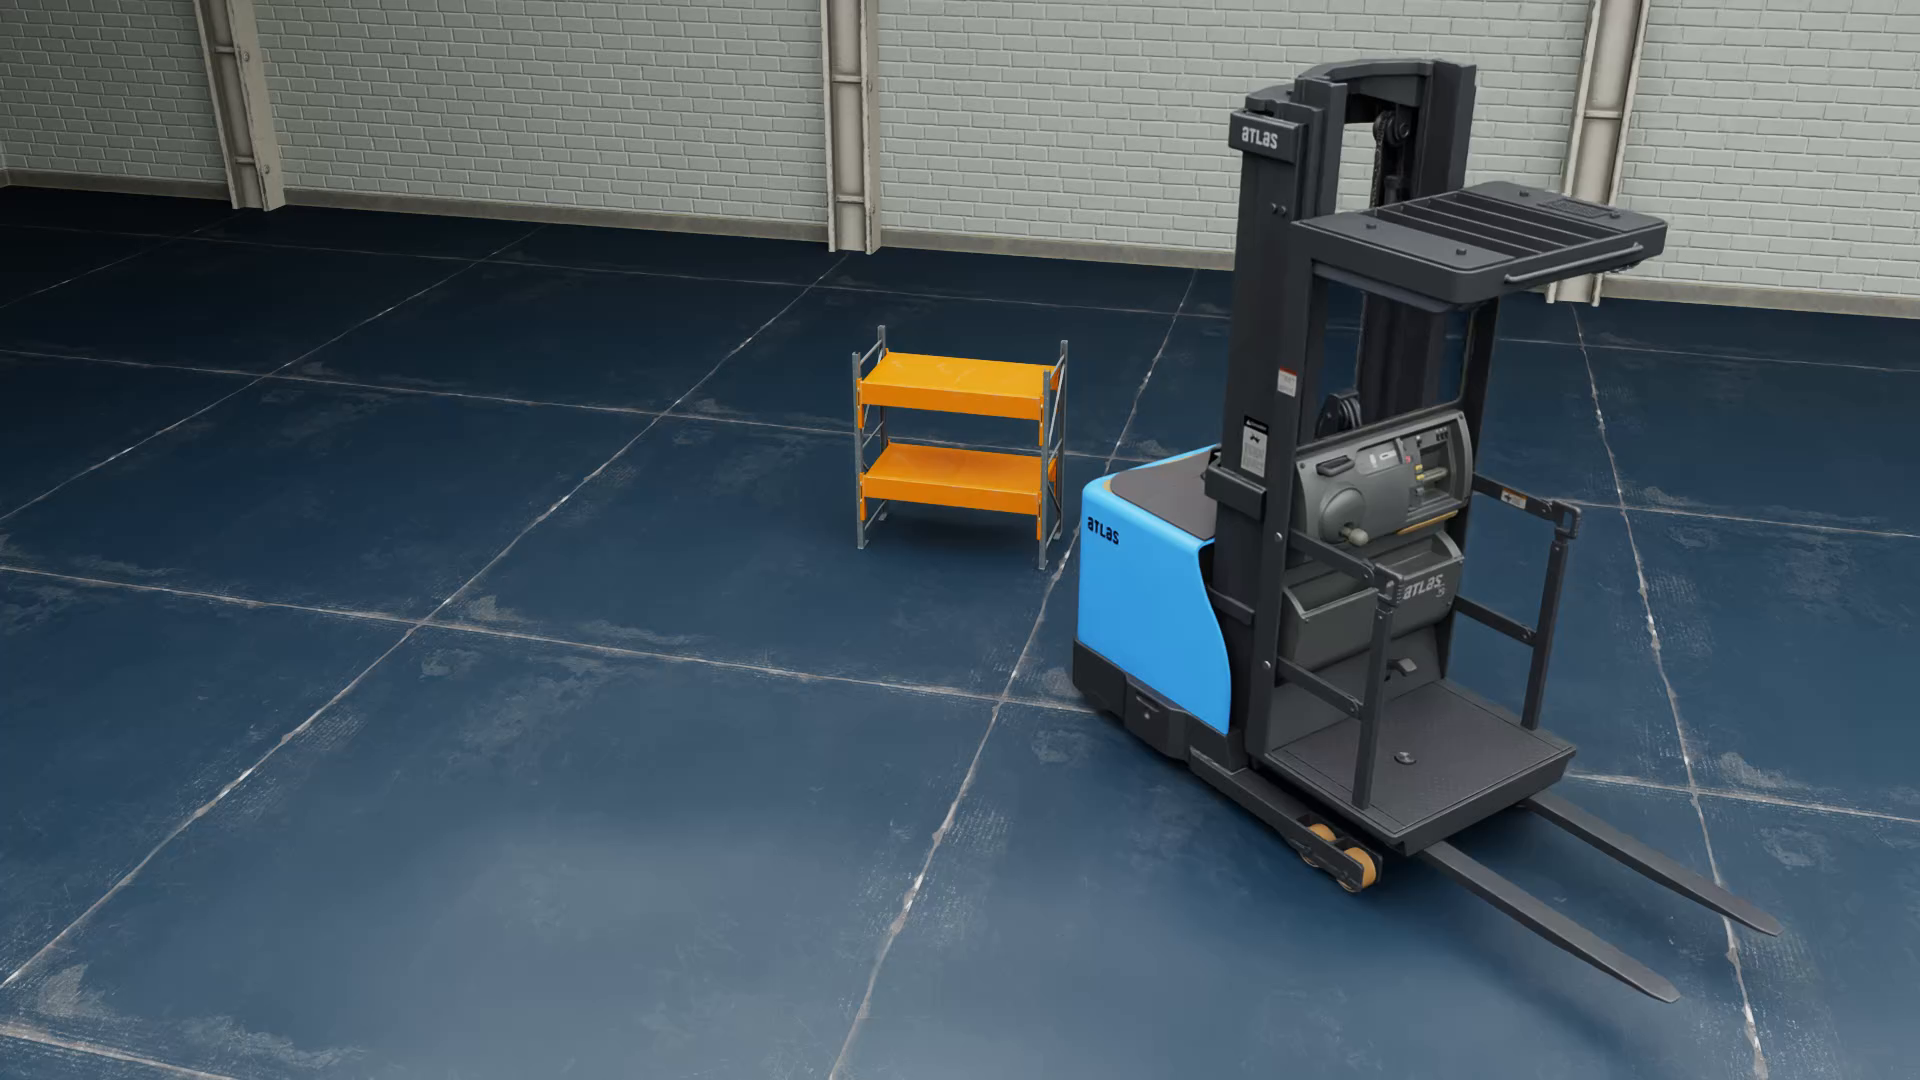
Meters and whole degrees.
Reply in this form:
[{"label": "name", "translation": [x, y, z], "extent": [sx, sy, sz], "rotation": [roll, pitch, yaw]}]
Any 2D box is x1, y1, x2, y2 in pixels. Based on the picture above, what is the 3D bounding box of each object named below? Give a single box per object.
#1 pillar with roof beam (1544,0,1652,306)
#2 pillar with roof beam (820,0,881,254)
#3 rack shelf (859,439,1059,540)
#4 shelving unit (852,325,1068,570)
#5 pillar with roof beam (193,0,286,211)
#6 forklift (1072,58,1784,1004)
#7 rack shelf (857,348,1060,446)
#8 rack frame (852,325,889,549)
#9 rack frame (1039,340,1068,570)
[{"label": "pillar with roof beam", "translation": [3.816, -4.199, 7.601], "extent": [0.400, 9.000, 9.100], "rotation": [6, 26, 13]}, {"label": "pillar with roof beam", "translation": [-1.995, -4.841, 8.950], "extent": [0.400, 9.000, 9.100], "rotation": [6, 26, 13]}, {"label": "rack shelf", "translation": [0.007, -0.286, 9.112], "extent": [1.000, 0.278, 0.538], "rotation": [6, 26, 13]}, {"label": "shelving unit", "translation": [0.007, -0.507, 9.007], "extent": [1.048, 1.125, 0.538], "rotation": [6, 26, 13]}, {"label": "pillar with roof beam", "translation": [-7.806, -5.484, 10.300], "extent": [0.400, 9.000, 9.100], "rotation": [6, 26, 13]}, {"label": "forklift", "translation": [1.770, -0.205, 6.270], "extent": [1.130, 2.935, 3.031], "rotation": [-17, 30, -31]}, {"label": "rack shelf", "translation": [0.007, -0.771, 8.881], "extent": [1.000, 0.278, 0.538], "rotation": [6, 26, 13]}, {"label": "rack frame", "translation": [-0.486, -0.562, 9.121], "extent": [0.032, 1.125, 0.500], "rotation": [6, 26, 13]}, {"label": "rack frame", "translation": [0.499, -0.453, 8.892], "extent": [0.032, 1.125, 0.500], "rotation": [6, 26, 13]}]
